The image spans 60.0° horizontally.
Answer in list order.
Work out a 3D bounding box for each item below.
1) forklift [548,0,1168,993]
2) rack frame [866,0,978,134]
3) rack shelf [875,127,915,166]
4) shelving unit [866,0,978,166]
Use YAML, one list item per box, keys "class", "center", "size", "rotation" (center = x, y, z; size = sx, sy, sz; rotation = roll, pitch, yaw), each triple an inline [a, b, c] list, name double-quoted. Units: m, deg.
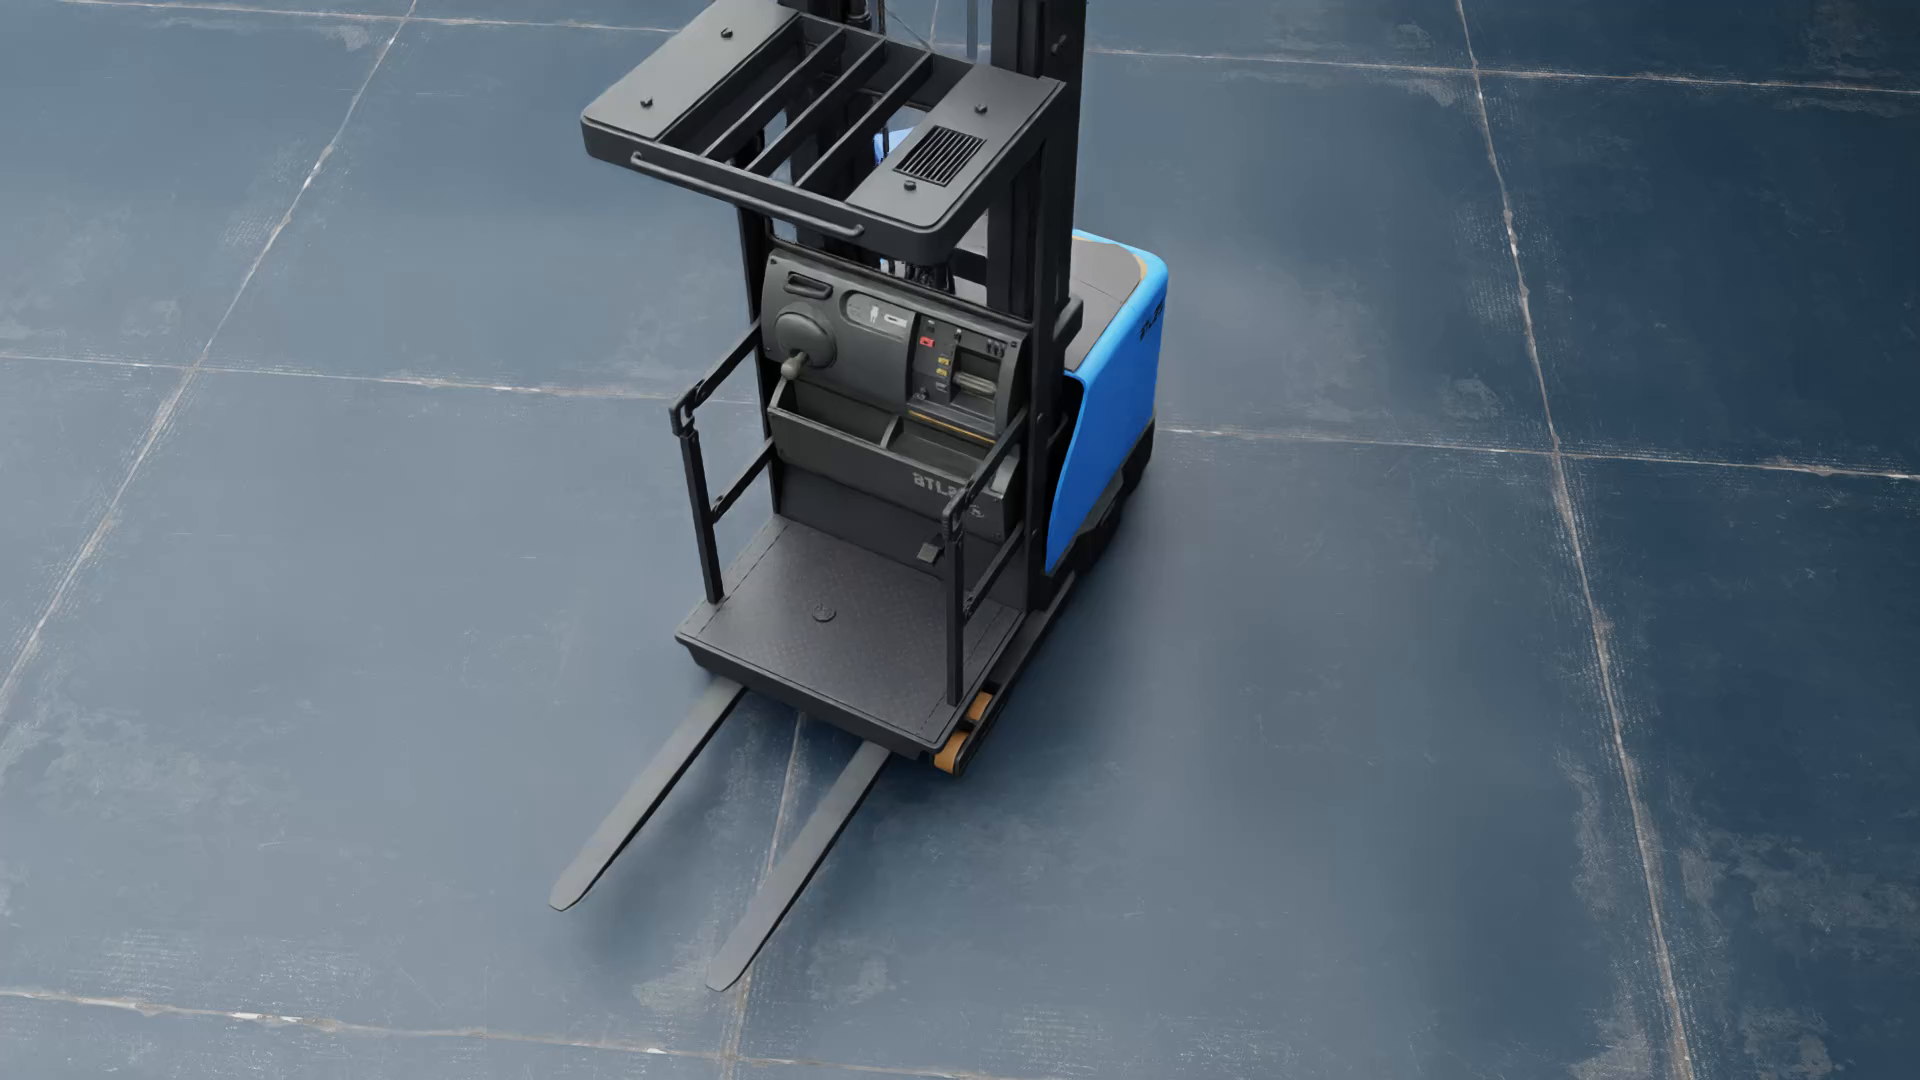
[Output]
- class: "forklift"
  center: [-0.331, -0.535, 5.253]
  size: [1.130, 2.935, 3.031]
  rotation: [21, 51, 18]
- class: "rack frame"
  center: [-0.163, -1.990, 7.554]
  size: [0.500, 1.500, 0.032]
  rotation: [-14, 49, -12]
- class: "rack shelf"
  center: [-0.002, -1.513, 7.361]
  size: [0.538, 0.185, 1.000]
  rotation: [-14, 49, -12]
- class: "shelving unit"
  center: [-0.002, -1.634, 7.228]
  size: [0.538, 1.500, 1.048]
  rotation: [-14, 49, -12]
